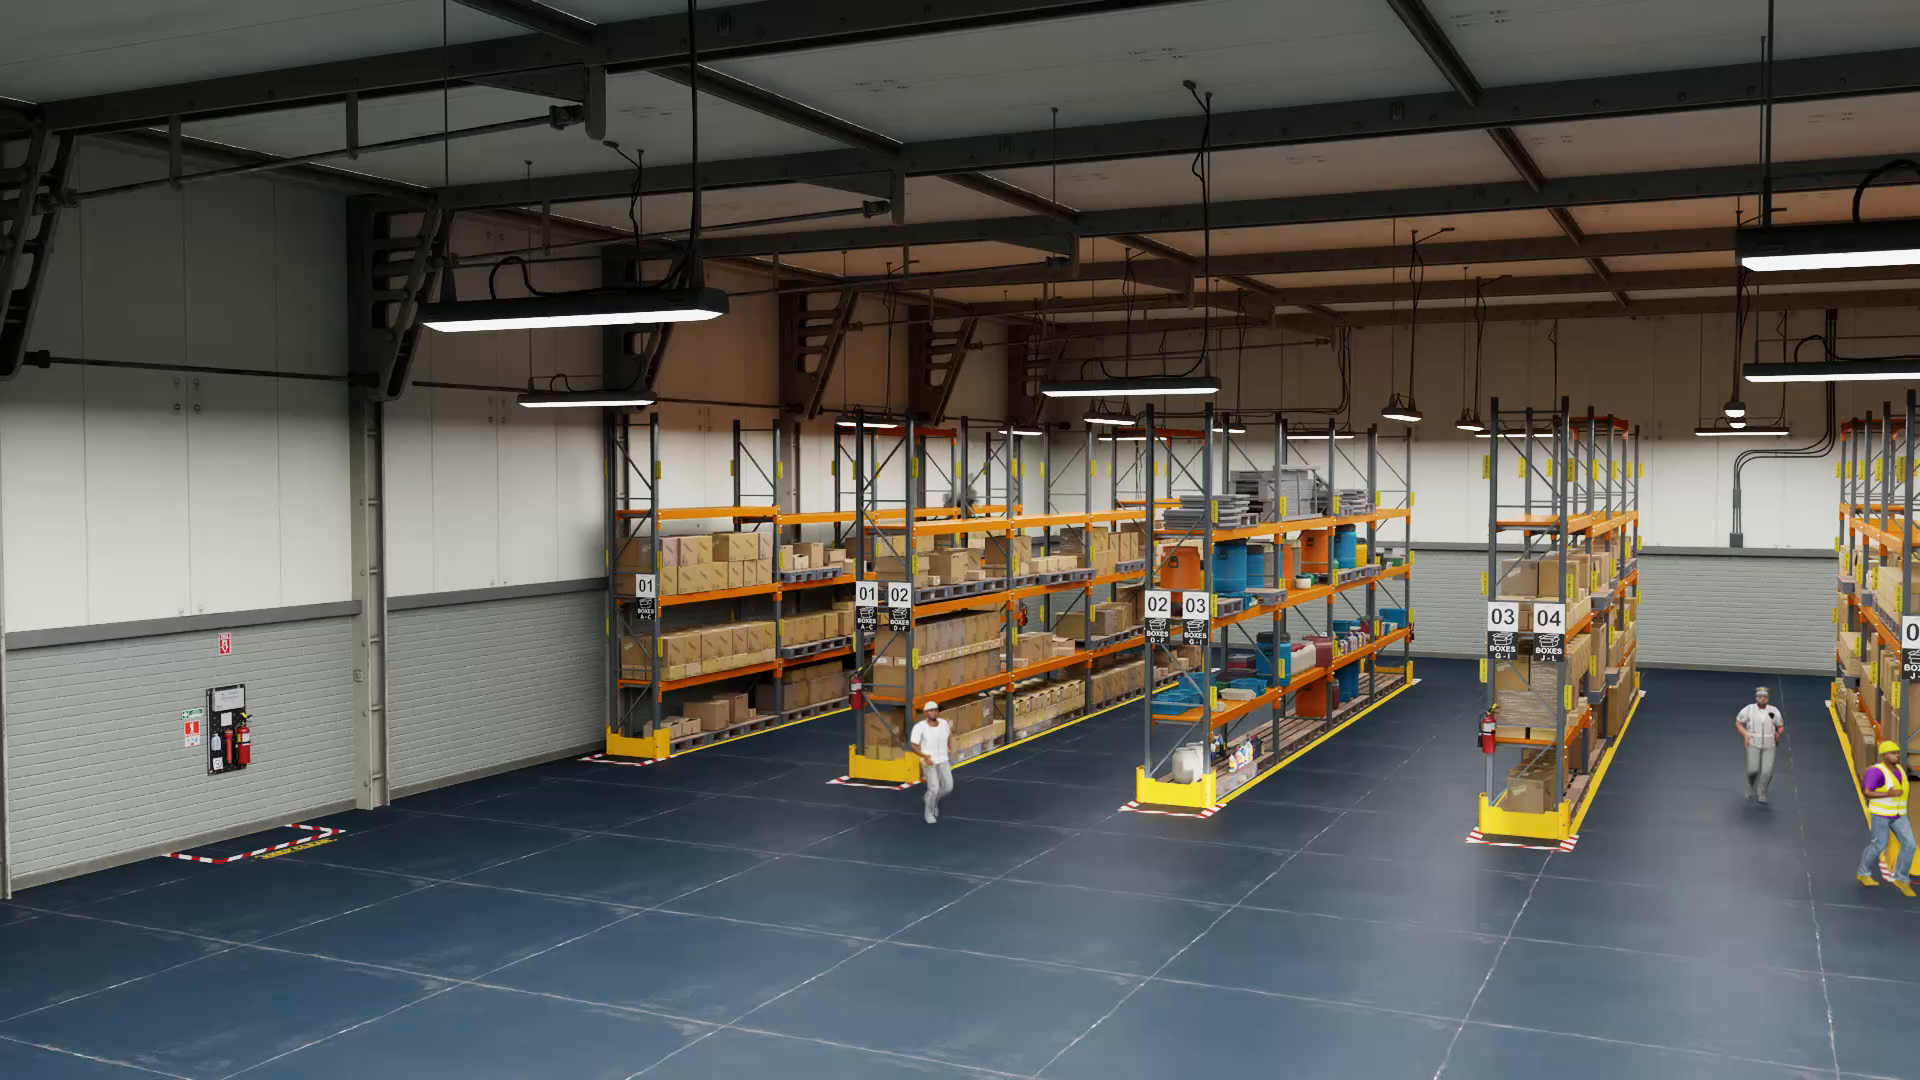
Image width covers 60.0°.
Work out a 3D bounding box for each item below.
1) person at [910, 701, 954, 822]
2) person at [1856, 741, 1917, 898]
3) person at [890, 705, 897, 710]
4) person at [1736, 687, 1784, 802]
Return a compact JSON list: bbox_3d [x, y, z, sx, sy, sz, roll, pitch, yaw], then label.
[{"bbox_3d":[-0.349,3.147,23.595,0.709,1.723,0.513,-1,3,-29],"label":"person"},{"bbox_3d":[10.979,3.284,19.677,0.694,1.821,0.702,-1,2,-15],"label":"person"},{"bbox_3d":[-1.082,2.903,31.439,0.605,1.620,0.814,1,3,21],"label":"person"},{"bbox_3d":[12.055,3.074,25.020,0.656,1.734,0.610,1,3,17],"label":"person"}]
